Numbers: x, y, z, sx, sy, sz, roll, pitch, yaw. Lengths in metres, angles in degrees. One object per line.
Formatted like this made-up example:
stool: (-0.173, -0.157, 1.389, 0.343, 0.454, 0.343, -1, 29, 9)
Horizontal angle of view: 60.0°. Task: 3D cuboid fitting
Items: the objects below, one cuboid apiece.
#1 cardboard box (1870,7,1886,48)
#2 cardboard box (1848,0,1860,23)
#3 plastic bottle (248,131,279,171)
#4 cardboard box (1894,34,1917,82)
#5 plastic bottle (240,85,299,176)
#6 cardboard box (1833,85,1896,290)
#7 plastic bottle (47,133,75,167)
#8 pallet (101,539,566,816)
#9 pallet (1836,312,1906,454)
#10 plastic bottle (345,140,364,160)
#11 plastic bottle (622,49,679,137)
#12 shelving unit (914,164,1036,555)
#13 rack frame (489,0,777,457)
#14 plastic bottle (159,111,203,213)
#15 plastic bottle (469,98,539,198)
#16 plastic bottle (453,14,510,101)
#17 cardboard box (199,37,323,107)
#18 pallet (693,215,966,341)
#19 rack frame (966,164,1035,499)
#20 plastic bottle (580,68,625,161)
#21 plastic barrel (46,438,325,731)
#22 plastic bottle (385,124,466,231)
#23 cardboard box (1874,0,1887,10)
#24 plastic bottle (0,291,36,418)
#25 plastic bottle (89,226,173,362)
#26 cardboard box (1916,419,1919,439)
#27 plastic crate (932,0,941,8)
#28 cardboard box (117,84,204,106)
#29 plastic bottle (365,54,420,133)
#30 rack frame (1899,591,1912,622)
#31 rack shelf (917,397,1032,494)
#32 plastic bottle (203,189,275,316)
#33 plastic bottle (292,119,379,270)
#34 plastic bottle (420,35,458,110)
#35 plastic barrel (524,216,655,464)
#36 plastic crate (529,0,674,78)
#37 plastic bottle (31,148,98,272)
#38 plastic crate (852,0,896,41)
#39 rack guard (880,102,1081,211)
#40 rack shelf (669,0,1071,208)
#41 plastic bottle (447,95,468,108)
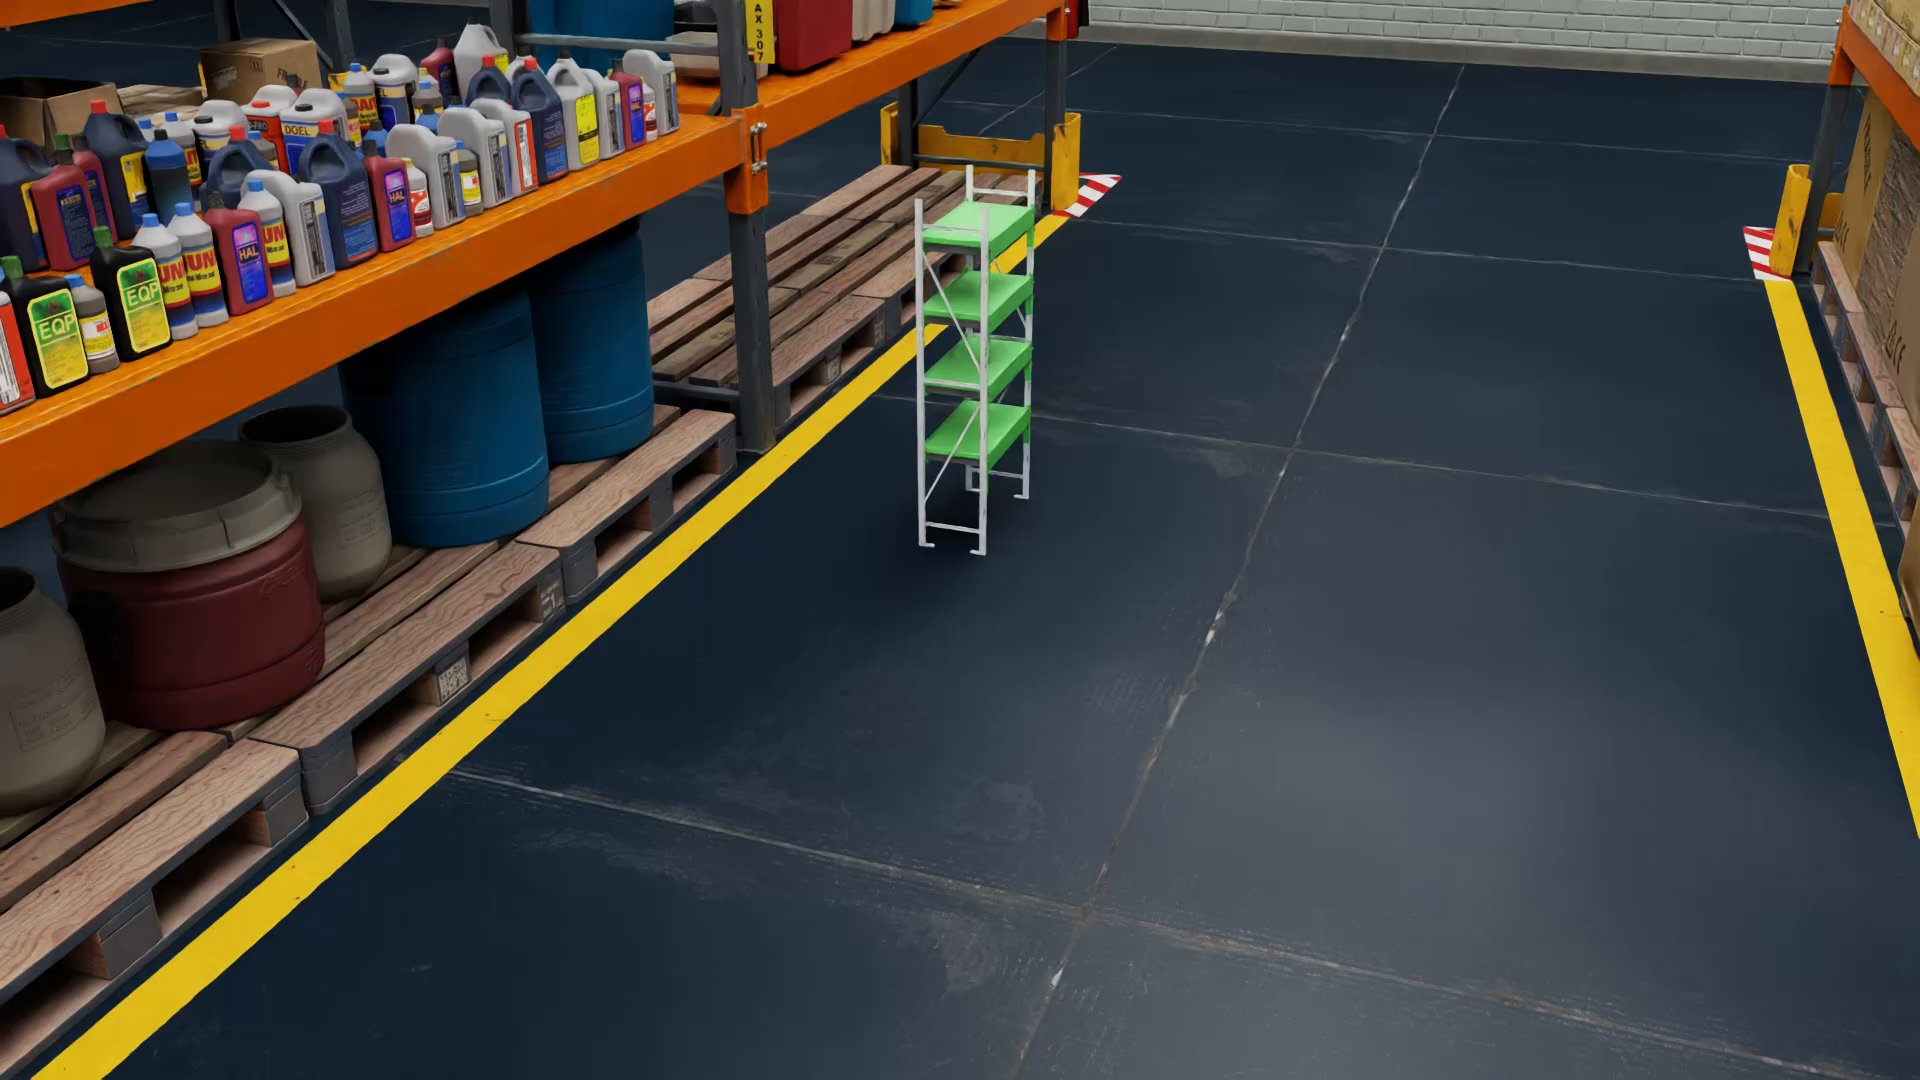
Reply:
cardboard box: (4.108, -2.164, 7.065, 0.380, 0.149, 0.250, 8, 27, 17)
cardboard box: (4.363, -2.482, 7.722, 0.380, 0.149, 0.250, 9, 27, 18)
plastic bottle: (-1.985, -1.057, 4.719, 0.097, 0.201, 0.097, 0, 26, 0)
cardboard box: (3.852, -1.850, 6.417, 0.380, 0.149, 0.250, 8, 27, 16)
plastic bottle: (-2.031, -1.196, 4.921, 0.152, 0.276, 0.135, 9, 27, 17)
cardboard box: (4.654, -1.651, 7.675, 0.875, 0.875, 0.875, 9, 27, 17)
plastic bottle: (-2.322, -0.900, 4.300, 0.061, 0.283, 0.133, 9, 27, 17)
pallet: (-1.910, 0.302, 4.885, 1.003, 0.211, 1.213, 9, 27, 17)
pallet: (4.192, -0.598, 6.744, 1.003, 0.211, 1.213, 9, 27, 17)
plastic bottle: (-1.562, -0.895, 4.305, 0.097, 0.271, 0.097, 0, 26, 0)
plastic bottle: (-1.036, -1.503, 5.554, 0.152, 0.276, 0.135, 9, 27, 17)
shelving unit: (0.055, -0.608, 5.629, 0.258, 1.200, 0.503, 9, 27, 17)
rack frame: (-1.210, -1.768, 5.959, 1.000, 3.000, 0.127, 9, 27, 17)
plastic bottle: (-2.173, -1.055, 4.635, 0.097, 0.271, 0.097, 0, 26, 0)
plastic bottle: (-1.326, -1.146, 4.816, 0.152, 0.276, 0.135, 9, 27, 17)
plastic bottle: (-1.646, -1.631, 5.733, 0.144, 0.351, 0.185, 9, 27, 17)
cardboard box: (-4.497, -2.945, 10.754, 0.500, 0.500, 0.500, 9, 27, 17)
pallet: (-0.597, -1.323, 8.241, 1.003, 0.211, 1.213, 9, 27, 17)
rack frame: (0.136, -0.708, 5.836, 0.240, 1.200, 0.015, 9, 27, 17)
plastic bottle: (-1.158, -1.353, 5.244, 0.152, 0.276, 0.135, 9, 27, 17)
plastic barrel: (-2.018, 0.105, 4.376, 0.600, 0.588, 0.708, 9, 27, 17)
plastic bottle: (-1.448, -0.995, 4.505, 0.152, 0.276, 0.135, 9, 27, 17)
cardboard box: (4.211, -2.387, 7.068, 0.500, 0.250, 0.500, 8, 27, 17)
plastic bottle: (-1.938, -0.389, 3.254, 0.152, 0.276, 0.135, 9, 27, 17)
plastic bottle: (-1.774, -0.536, 3.548, 0.061, 0.283, 0.133, 9, 27, 17)
cardboard box: (3.756, -0.542, 5.383, 0.875, 0.875, 0.875, 9, 27, 17)
plastic crate: (-0.240, -2.599, 7.910, 0.298, 0.136, 0.250, 9, 27, 17)
cardboard box: (-5.163, -2.704, 10.543, 0.500, 0.250, 0.500, 9, 27, 17)
plastic bottle: (-1.845, -1.426, 5.396, 0.152, 0.276, 0.135, 9, 27, 17)
rack frame: (3.461, -1.049, 4.475, 1.000, 3.000, 0.127, 9, 27, 17)
rack shelf: (0.055, -0.335, 5.761, 0.258, 0.148, 0.480, 9, 27, 17)
plastic bottle: (-1.665, -0.670, 3.827, 0.061, 0.283, 0.133, 9, 27, 17)
plastic bottle: (-1.574, -0.868, 4.156, 0.144, 0.351, 0.185, 9, 27, 17)
plastic bottle: (-1.779, -1.571, 5.687, 0.061, 0.283, 0.133, 9, 27, 17)
plastic barrel: (-1.407, -0.791, 5.868, 0.600, 0.901, 0.708, 9, 27, 17)
plastic crate: (-1.376, -2.029, 6.447, 0.392, 0.384, 0.575, 9, 27, 17)
plastic bottle: (-2.231, -0.824, 4.144, 0.061, 0.283, 0.133, 9, 27, 17)
plastic crate: (-0.528, -2.342, 7.212, 0.437, 0.282, 0.530, 9, 27, 17)
rack guard: (0.117, -2.298, 9.923, 1.175, 0.500, 0.348, 9, 27, 17)
rack shelf: (-0.544, -2.266, 7.813, 1.077, 0.370, 4.000, 9, 27, 17)
plastic bottle: (-1.449, -1.154, 4.839, 0.097, 0.271, 0.097, 0, 26, 0)
